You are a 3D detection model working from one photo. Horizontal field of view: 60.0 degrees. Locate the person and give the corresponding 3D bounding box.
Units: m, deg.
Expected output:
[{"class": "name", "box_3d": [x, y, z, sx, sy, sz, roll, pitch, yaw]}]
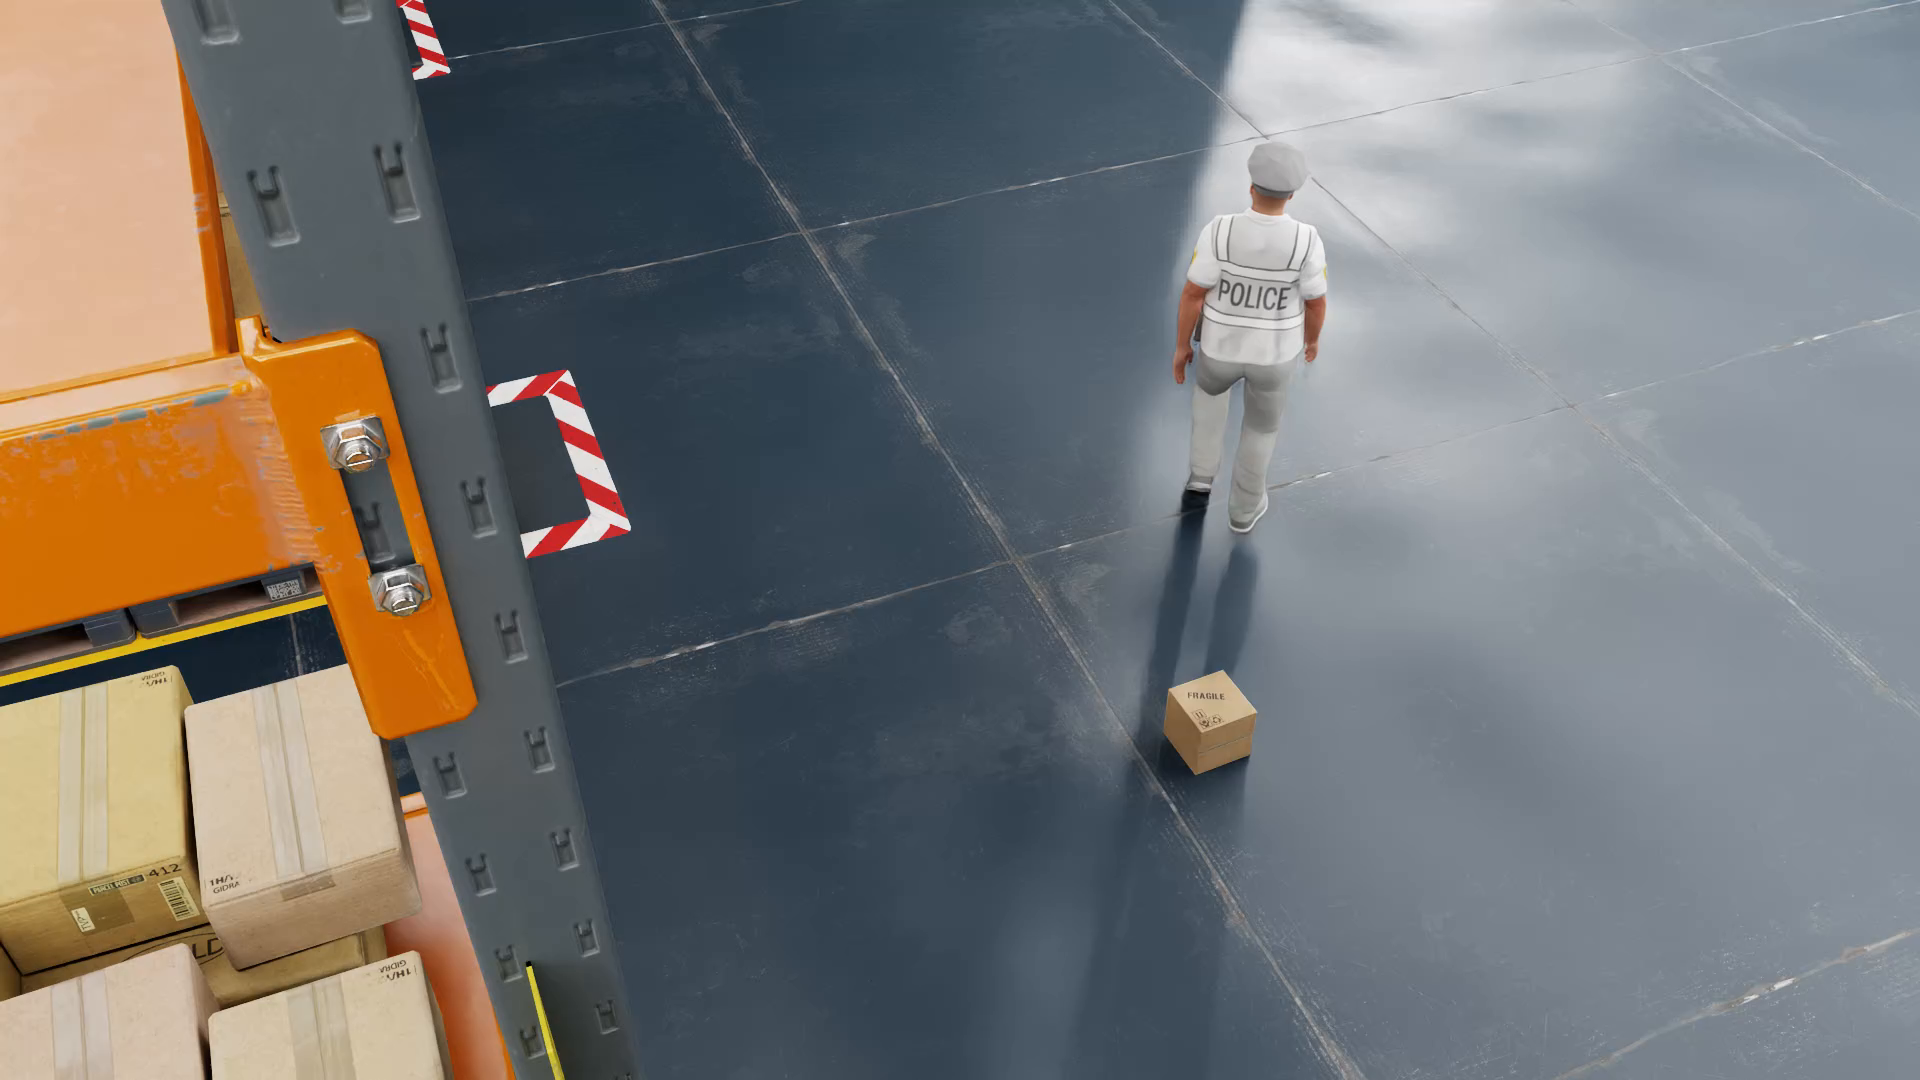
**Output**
[{"class": "person", "box_3d": [1.224, -0.815, 7.087, 0.593, 1.831, 0.498, 11, 43, 12]}]
